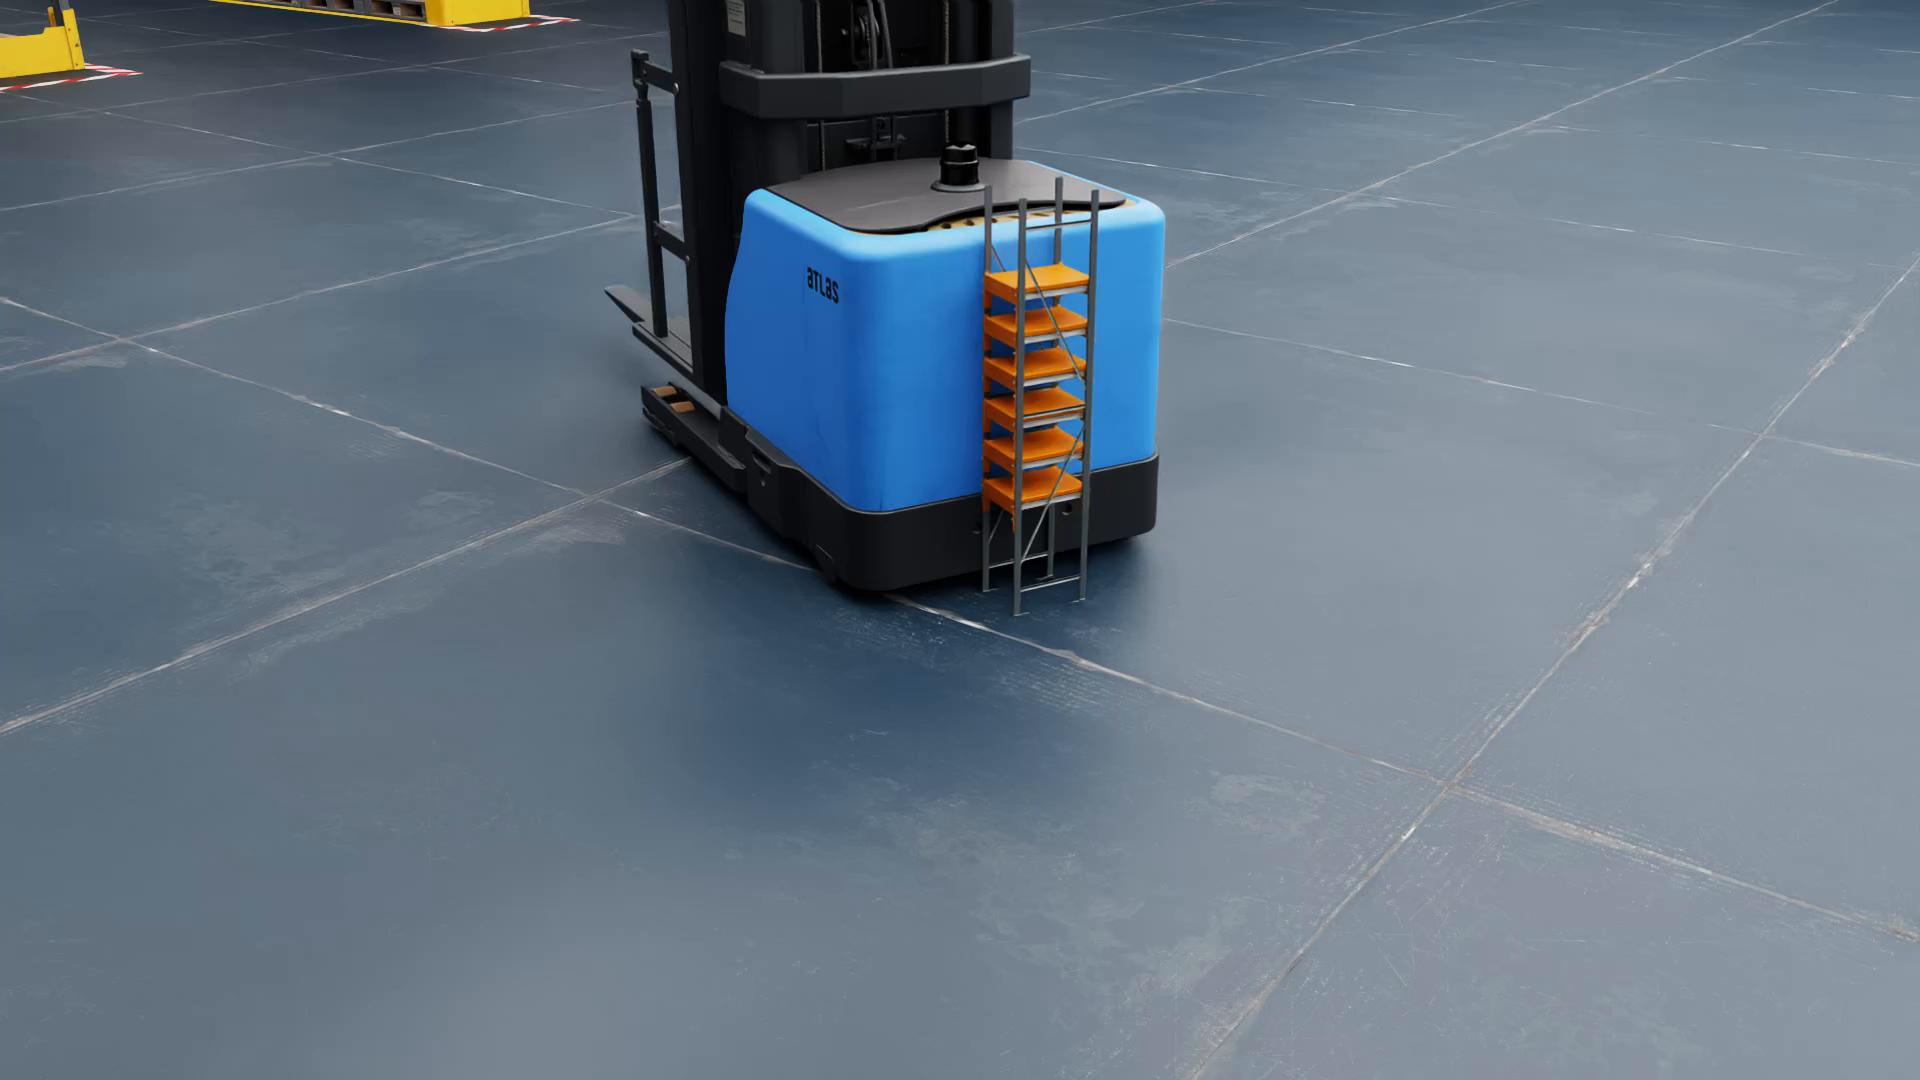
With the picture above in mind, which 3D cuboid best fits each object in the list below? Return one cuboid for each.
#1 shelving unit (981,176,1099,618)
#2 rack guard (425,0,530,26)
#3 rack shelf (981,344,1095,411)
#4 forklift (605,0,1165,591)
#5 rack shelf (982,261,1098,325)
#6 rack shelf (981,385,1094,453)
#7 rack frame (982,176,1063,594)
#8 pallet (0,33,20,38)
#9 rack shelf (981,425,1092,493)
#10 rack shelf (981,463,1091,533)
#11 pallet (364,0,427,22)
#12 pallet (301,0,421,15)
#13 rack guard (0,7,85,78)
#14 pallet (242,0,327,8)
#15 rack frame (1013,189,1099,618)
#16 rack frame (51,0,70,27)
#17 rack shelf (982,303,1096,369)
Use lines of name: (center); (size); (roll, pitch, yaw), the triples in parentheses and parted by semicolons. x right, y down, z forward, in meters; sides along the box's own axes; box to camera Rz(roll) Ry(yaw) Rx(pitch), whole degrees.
shelving unit: (0.215, -0.382, 4.628); (0.258, 1.200, 0.189); (-12, 27, -25)
rack guard: (-5.221, -5.880, 17.976); (0.348, 0.500, 1.175); (17, 29, 33)
rack shelf: (0.215, -0.451, 4.598); (0.258, 0.103, 0.180); (-12, 27, -25)
forklift: (-0.525, -1.753, 5.593); (1.130, 2.935, 3.031); (-12, 27, -25)
rack shelf: (0.215, -0.670, 4.501); (0.258, 0.103, 0.180); (-12, 27, -25)
rack shelf: (0.215, -0.341, 4.646); (0.258, 0.103, 0.180); (-12, 27, -25)
rack frame: (0.172, -0.414, 4.702); (0.240, 1.200, 0.006); (-12, 27, -25)
pallet: (-8.867, -4.333, 14.823); (1.213, 0.211, 1.003); (17, 29, 33)
rack shelf: (0.215, -0.231, 4.694); (0.258, 0.103, 0.180); (-12, 27, -25)
rack shelf: (0.215, -0.121, 4.743); (0.258, 0.103, 0.180); (-12, 27, -25)
pallet: (-5.850, -5.956, 18.506); (1.213, 0.211, 1.003); (17, 29, 33)
pallet: (-6.822, -6.251, 19.176); (1.213, 0.211, 1.003); (17, 29, 33)
rack guard: (-8.220, -4.267, 14.315); (0.348, 0.500, 1.175); (17, 29, 33)
pallet: (-7.803, -6.546, 19.845); (1.213, 0.211, 1.003); (17, 29, 33)
rack frame: (0.258, -0.349, 4.554); (0.240, 1.200, 0.006); (-12, 27, -25)
rack frame: (-8.131, -5.408, 13.803); (0.127, 3.000, 1.000); (17, 29, 33)
rack shelf: (0.215, -0.561, 4.549); (0.258, 0.103, 0.180); (-12, 27, -25)
